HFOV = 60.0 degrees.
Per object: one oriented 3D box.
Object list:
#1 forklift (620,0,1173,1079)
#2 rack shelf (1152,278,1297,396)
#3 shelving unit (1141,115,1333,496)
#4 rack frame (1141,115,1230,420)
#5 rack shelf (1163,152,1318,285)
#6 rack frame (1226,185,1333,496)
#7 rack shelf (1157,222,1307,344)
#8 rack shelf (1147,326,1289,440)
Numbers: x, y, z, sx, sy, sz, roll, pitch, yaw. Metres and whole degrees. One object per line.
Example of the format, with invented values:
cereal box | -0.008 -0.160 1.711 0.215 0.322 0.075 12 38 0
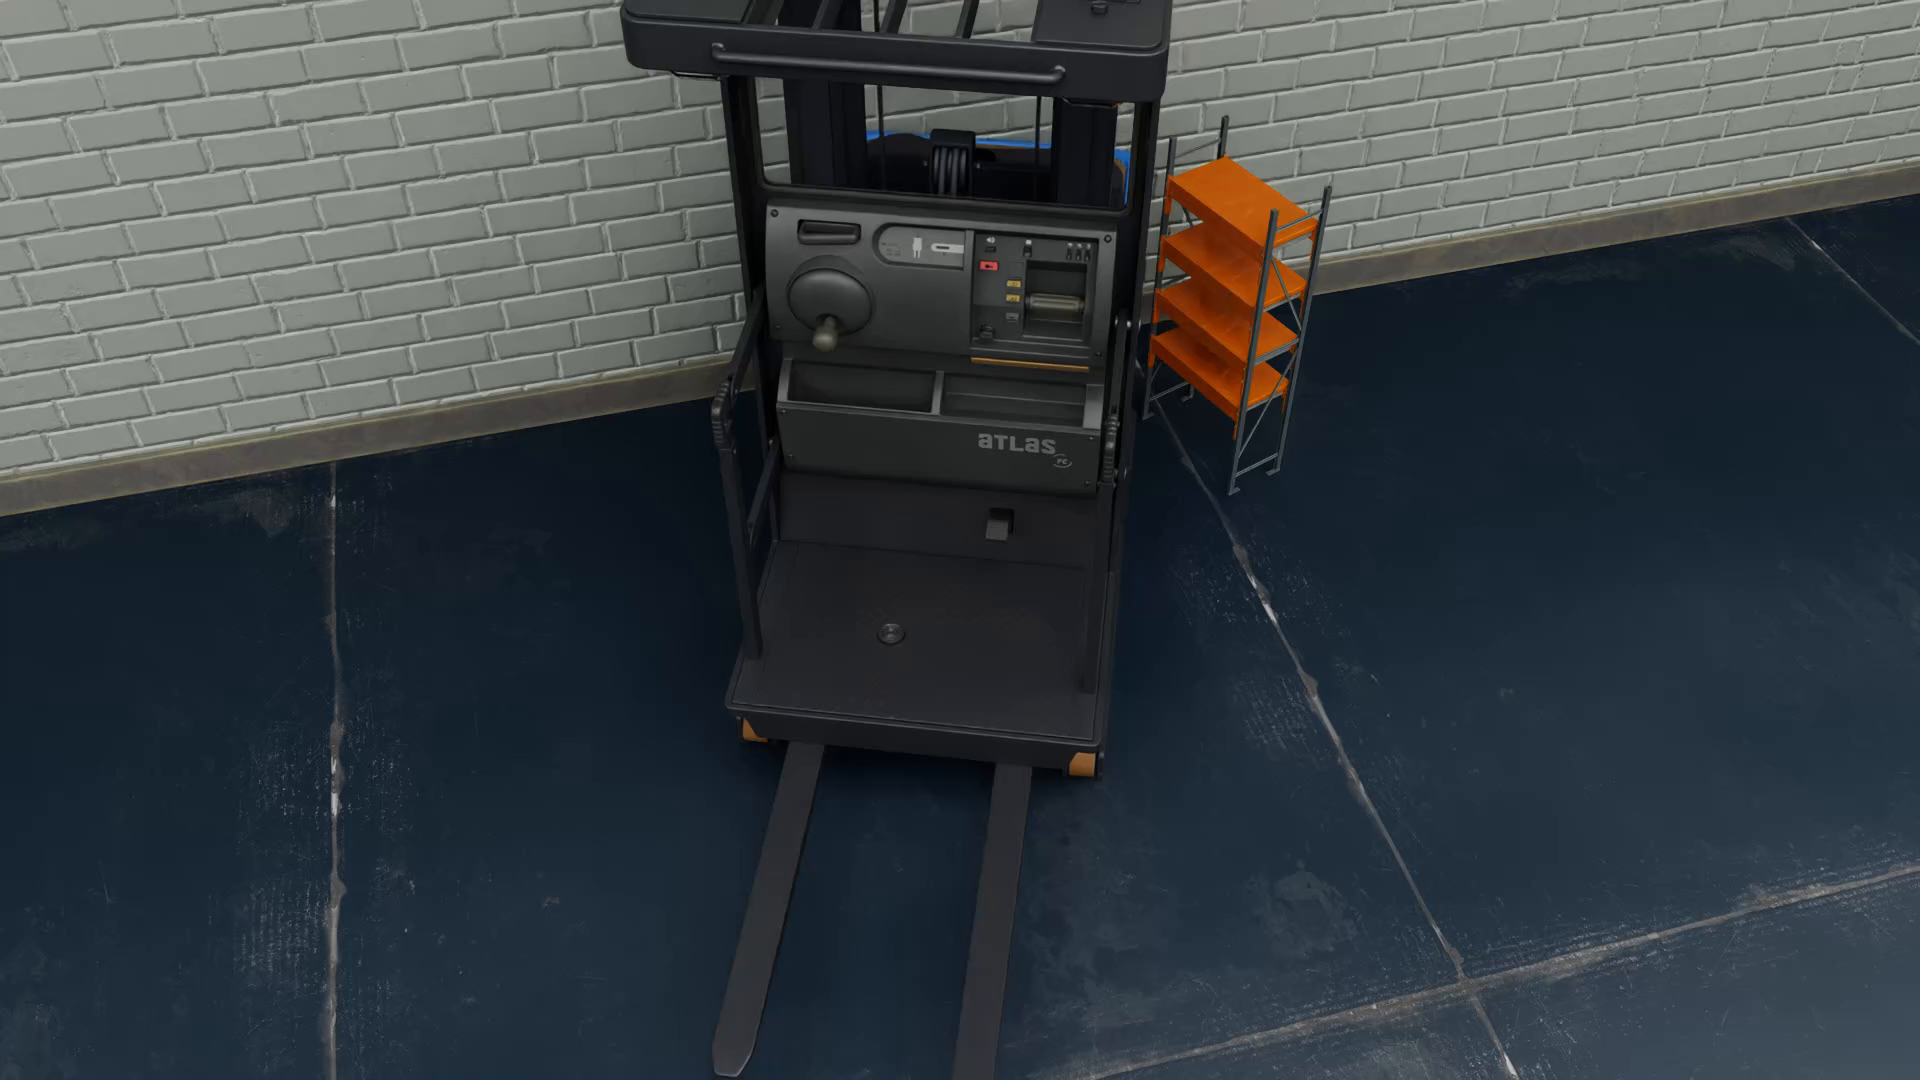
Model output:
forklift | -0.082 -0.581 4.268 1.130 2.935 3.031 5 46 5
rack shelf | 0.912 -0.725 5.714 0.258 0.148 0.480 -26 51 -23
shelving unit | 0.912 -0.772 5.666 0.258 1.200 0.503 -26 51 -23
rack frame | 0.776 -0.916 5.808 0.240 1.200 0.015 -26 51 -23
rack shelf | 0.912 -1.047 5.386 0.258 0.148 0.480 -26 51 -23
rack frame | 1.048 -0.627 5.525 0.240 1.200 0.015 -26 51 -23
rack shelf | 0.912 -0.881 5.555 0.258 0.148 0.480 -26 51 -23
rack shelf | 0.912 -0.586 5.856 0.258 0.148 0.480 -26 51 -23
